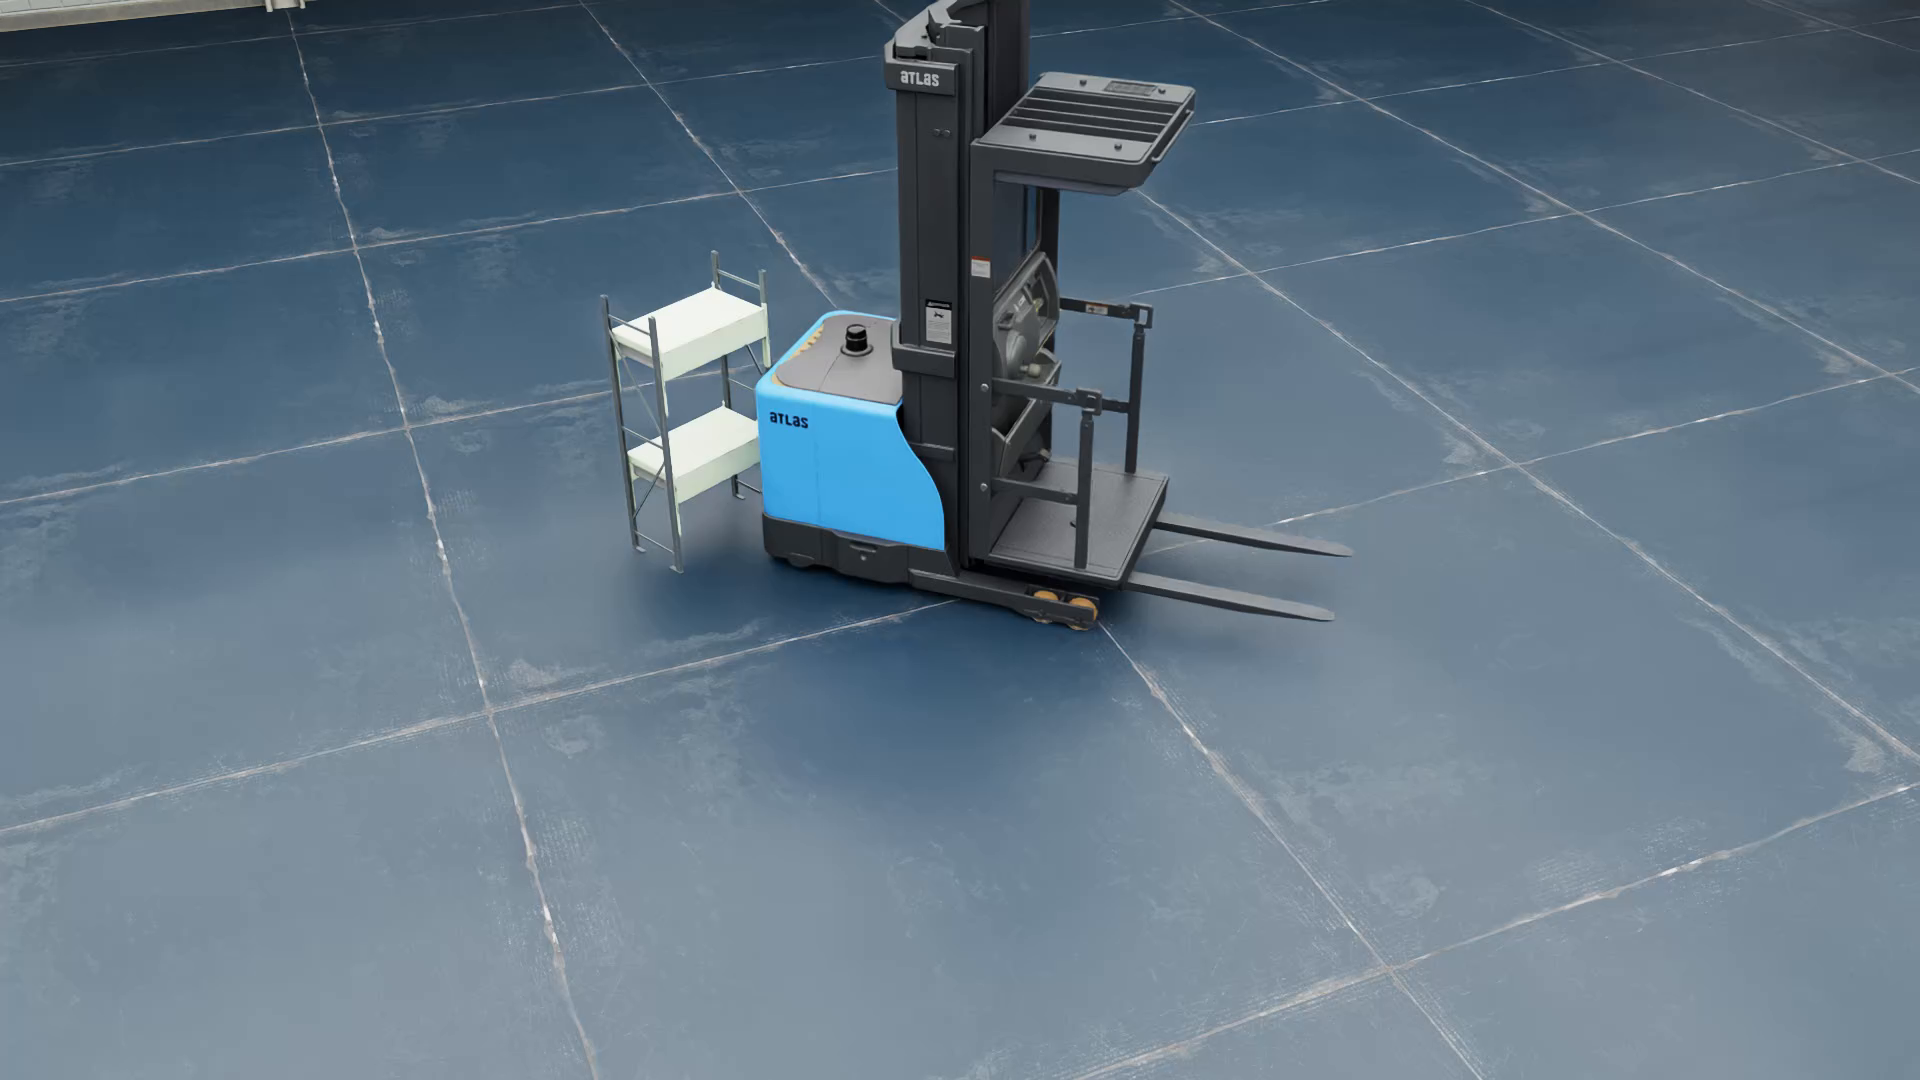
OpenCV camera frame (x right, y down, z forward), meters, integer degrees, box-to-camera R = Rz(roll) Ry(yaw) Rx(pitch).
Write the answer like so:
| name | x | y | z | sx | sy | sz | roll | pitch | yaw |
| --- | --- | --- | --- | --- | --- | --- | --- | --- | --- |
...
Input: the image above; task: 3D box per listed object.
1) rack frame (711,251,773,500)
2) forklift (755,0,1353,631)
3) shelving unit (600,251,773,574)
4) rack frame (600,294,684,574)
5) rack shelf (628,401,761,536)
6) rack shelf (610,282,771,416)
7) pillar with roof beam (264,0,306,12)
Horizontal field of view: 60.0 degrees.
| name | x | y | z | sx | sy | sz | roll | pitch | yaw |
| --- | --- | --- | --- | --- | --- | --- | --- | --- | --- |
| rack frame | -1.154 | -0.821 | 9.055 | 0.400 | 1.500 | 0.023 | 26 | 41 | 34 |
| forklift | 0.516 | -1.094 | 8.162 | 3.031 | 2.935 | 1.130 | 11 | 35 | 16 |
| shelving unit | -1.395 | -0.671 | 8.824 | 0.431 | 1.500 | 0.755 | 26 | 41 | 34 |
| rack frame | -1.636 | -0.521 | 8.593 | 0.400 | 1.500 | 0.023 | 26 | 41 | 34 |
| rack shelf | -1.395 | -0.398 | 9.002 | 0.431 | 0.370 | 0.720 | 26 | 41 | 34 |
| rack shelf | -1.395 | -0.998 | 8.611 | 0.431 | 0.370 | 0.720 | 26 | 41 | 34 |
| pillar with roof beam | -5.674 | -7.416 | 12.314 | 0.400 | 9.000 | 9.100 | -13 | 35 | -19 |
